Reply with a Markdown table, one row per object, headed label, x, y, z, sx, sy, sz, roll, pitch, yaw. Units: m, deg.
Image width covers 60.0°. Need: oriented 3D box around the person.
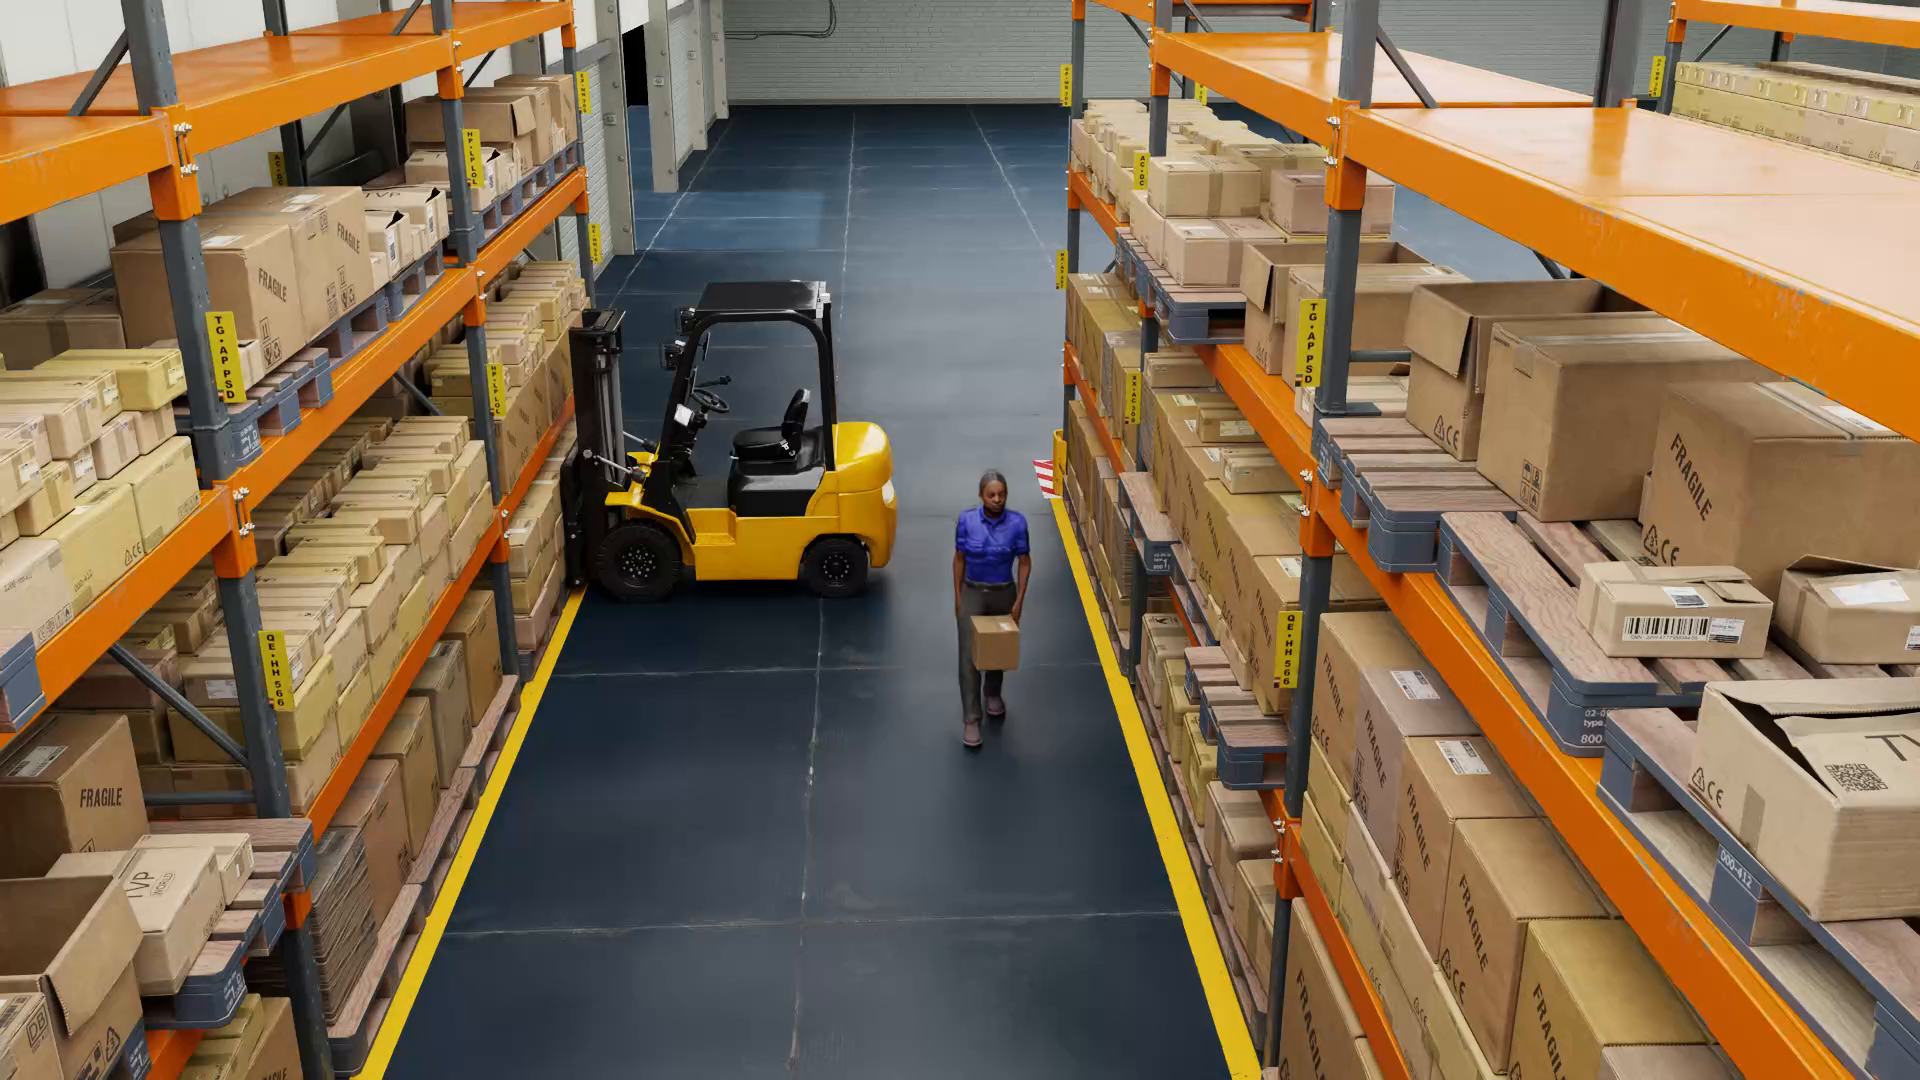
| label | x | y | z | sx | sy | sz | roll | pitch | yaw |
| --- | --- | --- | --- | --- | --- | --- | --- | --- | --- |
| person | 0.201 | 0.385 | 10.042 | 0.472 | 1.635 | 0.788 | -1 | 21 | -4 |
